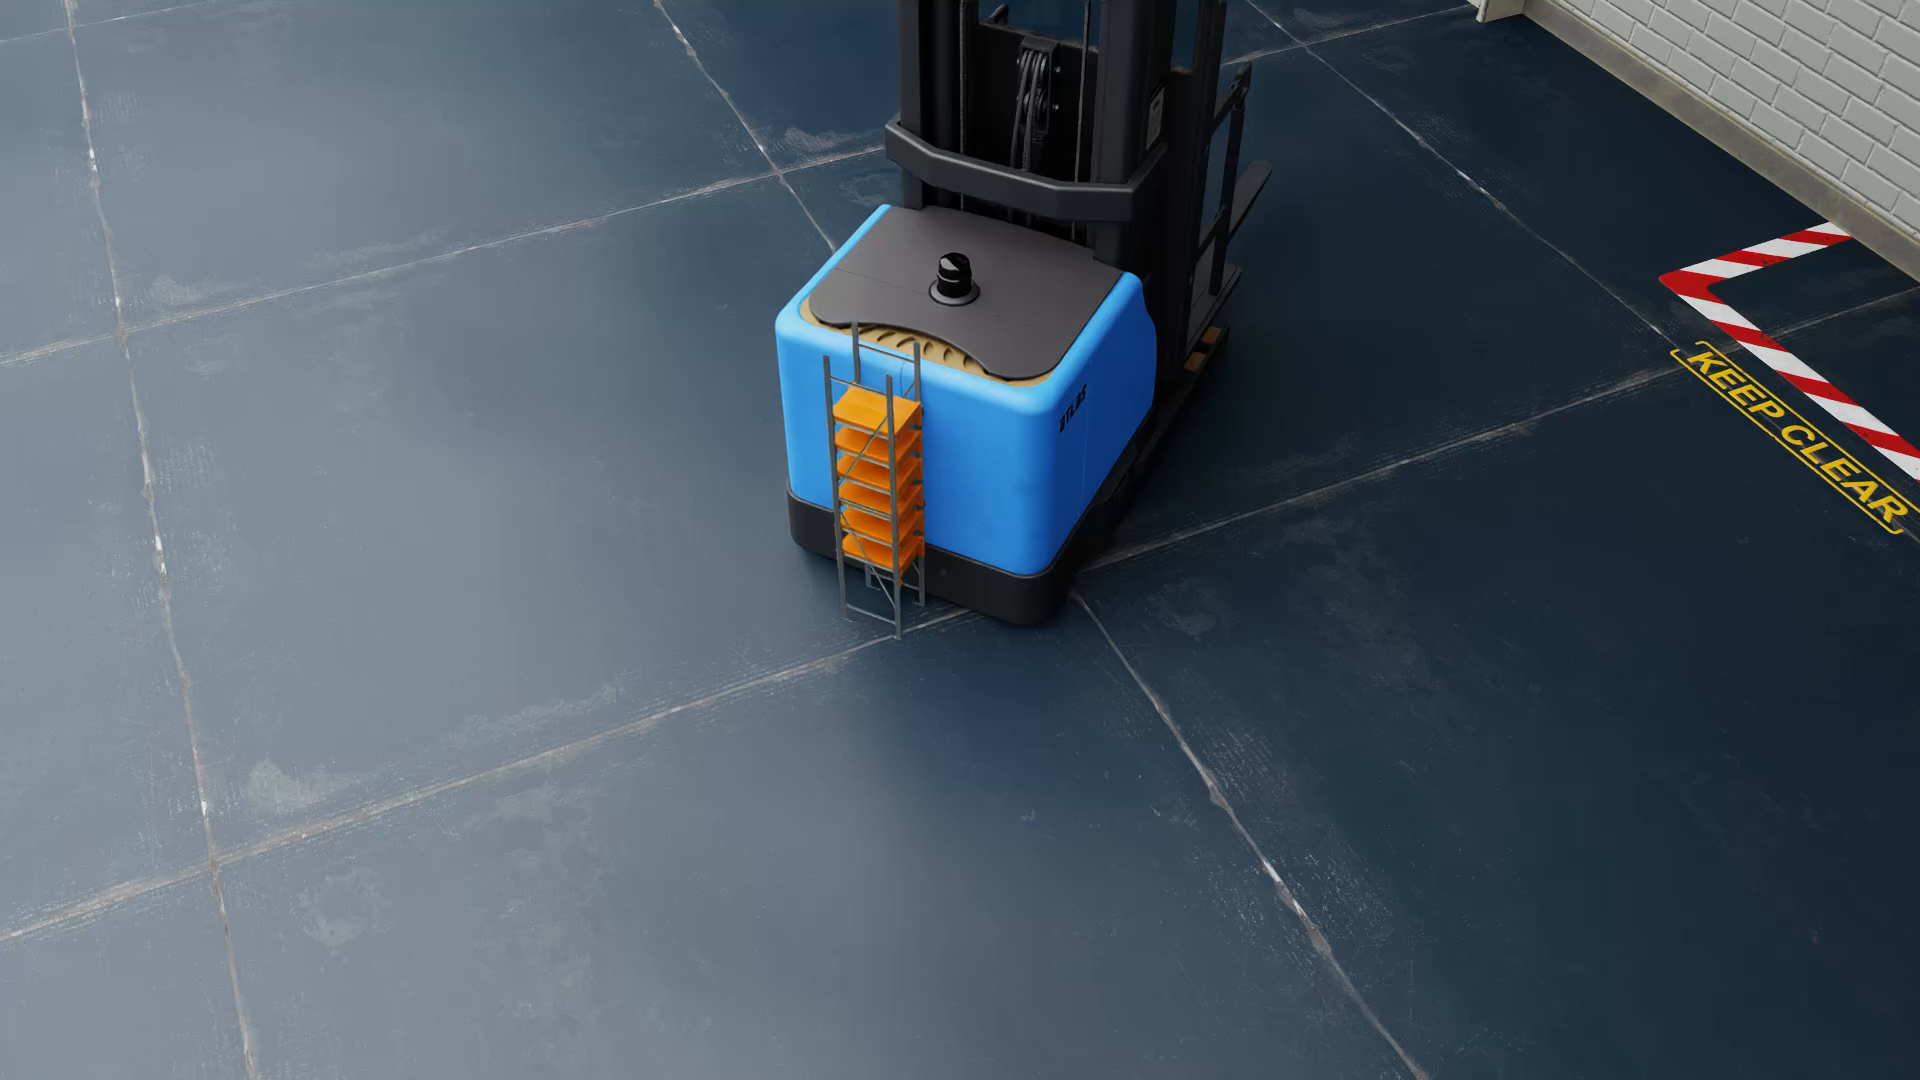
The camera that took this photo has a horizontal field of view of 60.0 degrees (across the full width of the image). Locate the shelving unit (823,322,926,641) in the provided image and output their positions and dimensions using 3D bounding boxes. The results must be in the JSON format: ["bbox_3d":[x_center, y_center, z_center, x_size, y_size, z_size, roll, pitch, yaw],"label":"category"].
[{"bbox_3d":[-0.274,-0.164,5.562,0.258,1.200,0.189,19,48,18],"label":"shelving unit"}]

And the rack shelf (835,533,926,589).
[{"bbox_3d":[-0.274,0.039,5.762,0.258,0.103,0.180,19,48,18],"label":"rack shelf"}]

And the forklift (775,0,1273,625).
[{"bbox_3d":[0.476,-1.783,5.970,1.130,2.935,3.031,19,48,18],"label":"forklift"}]

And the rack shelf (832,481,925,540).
[{"bbox_3d":[-0.274,-0.132,5.593,0.258,0.103,0.180,19,48,18],"label":"rack shelf"}]

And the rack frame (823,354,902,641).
[{"bbox_3d":[-0.314,-0.106,5.503,0.240,1.200,0.006,19,48,18],"label":"rack frame"}]

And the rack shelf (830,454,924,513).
[{"bbox_3d":[-0.274,-0.218,5.509,0.258,0.103,0.180,19,48,18],"label":"rack shelf"}]

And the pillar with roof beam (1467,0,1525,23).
[{"bbox_3d":[-0.986,-4.942,4.851,9.100,9.000,0.400,-18,47,-17],"label":"pillar with roof beam"}]

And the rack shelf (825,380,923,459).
[{"bbox_3d":[-0.274,-0.389,5.340,0.258,0.103,0.180,19,48,18],"label":"rack shelf"}]

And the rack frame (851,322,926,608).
[{"bbox_3d":[-0.233,-0.222,5.620,0.240,1.200,0.006,19,48,18],"label":"rack frame"}]

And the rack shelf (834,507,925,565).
[{"bbox_3d":[-0.274,-0.047,5.677,0.258,0.103,0.180,19,48,18],"label":"rack shelf"}]

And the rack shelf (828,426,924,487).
[{"bbox_3d":[-0.274,-0.303,5.424,0.258,0.103,0.180,19,48,18],"label":"rack shelf"}]
